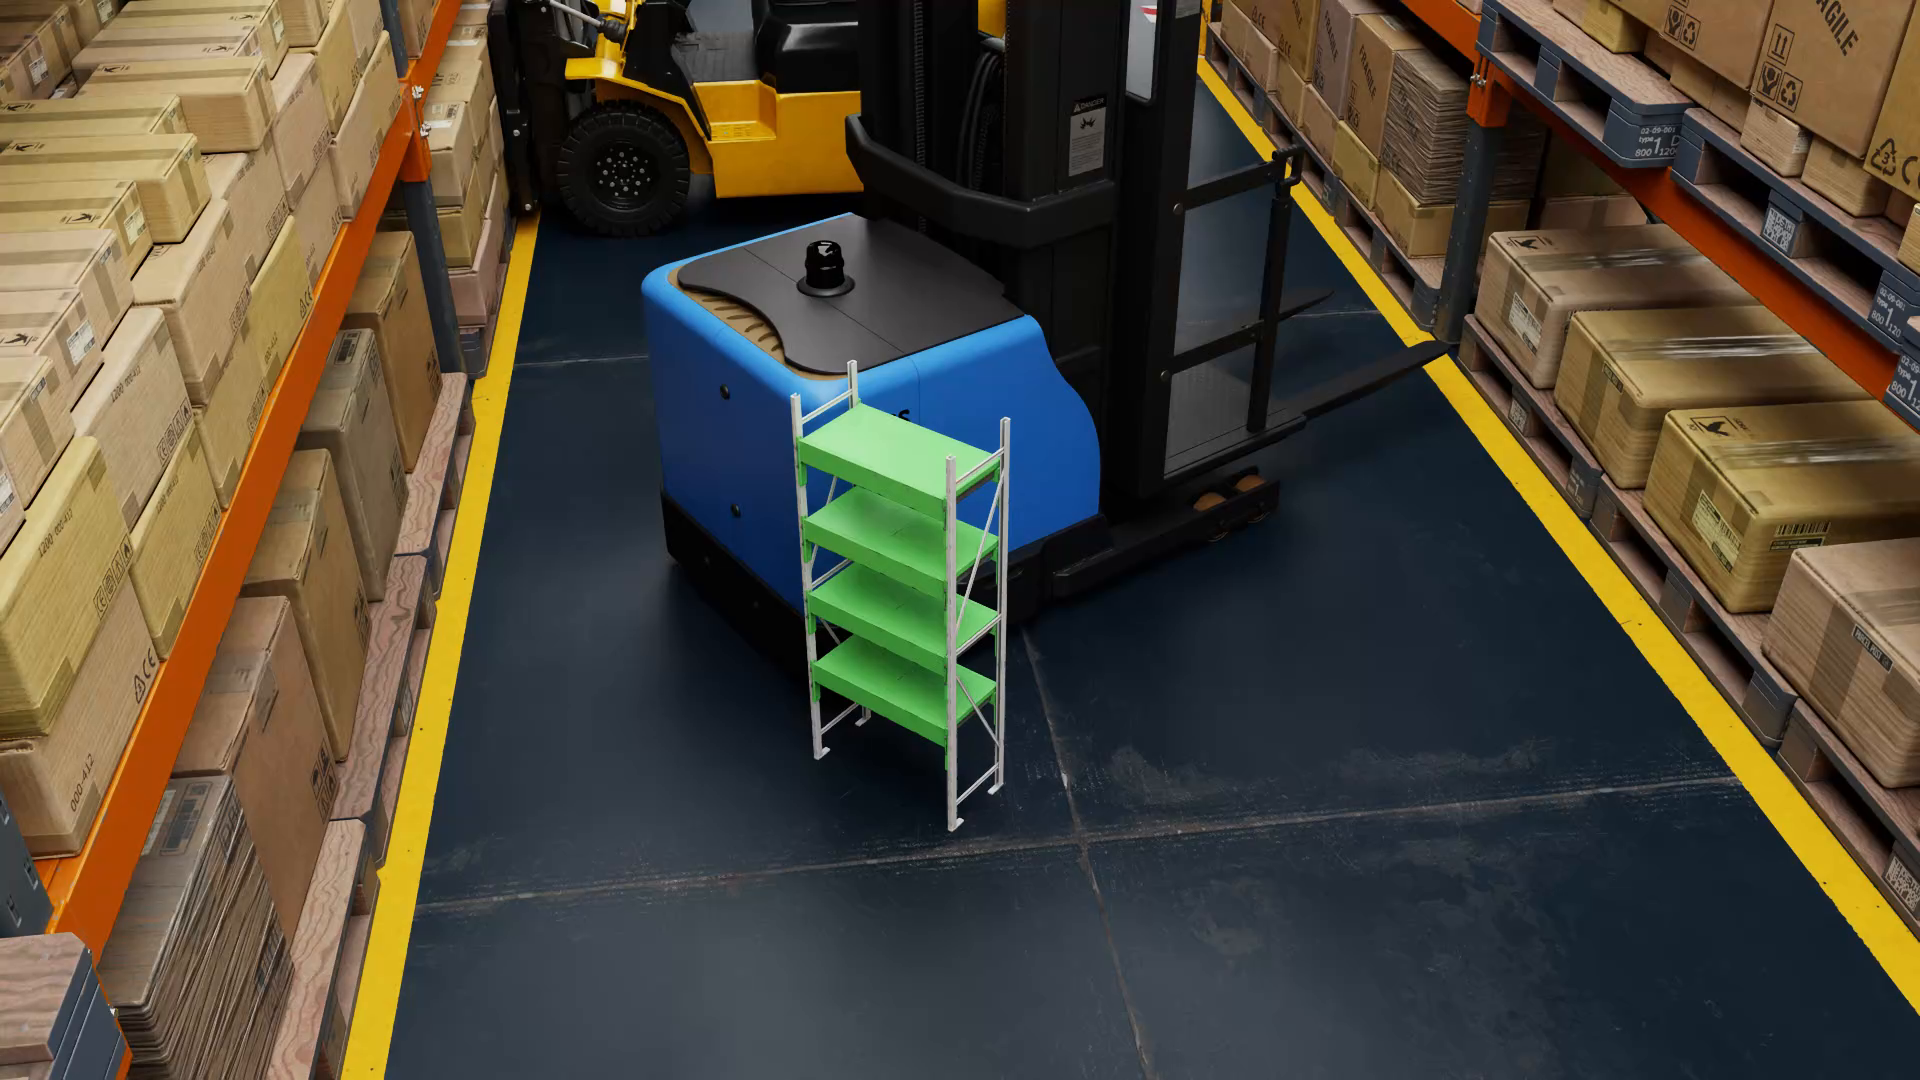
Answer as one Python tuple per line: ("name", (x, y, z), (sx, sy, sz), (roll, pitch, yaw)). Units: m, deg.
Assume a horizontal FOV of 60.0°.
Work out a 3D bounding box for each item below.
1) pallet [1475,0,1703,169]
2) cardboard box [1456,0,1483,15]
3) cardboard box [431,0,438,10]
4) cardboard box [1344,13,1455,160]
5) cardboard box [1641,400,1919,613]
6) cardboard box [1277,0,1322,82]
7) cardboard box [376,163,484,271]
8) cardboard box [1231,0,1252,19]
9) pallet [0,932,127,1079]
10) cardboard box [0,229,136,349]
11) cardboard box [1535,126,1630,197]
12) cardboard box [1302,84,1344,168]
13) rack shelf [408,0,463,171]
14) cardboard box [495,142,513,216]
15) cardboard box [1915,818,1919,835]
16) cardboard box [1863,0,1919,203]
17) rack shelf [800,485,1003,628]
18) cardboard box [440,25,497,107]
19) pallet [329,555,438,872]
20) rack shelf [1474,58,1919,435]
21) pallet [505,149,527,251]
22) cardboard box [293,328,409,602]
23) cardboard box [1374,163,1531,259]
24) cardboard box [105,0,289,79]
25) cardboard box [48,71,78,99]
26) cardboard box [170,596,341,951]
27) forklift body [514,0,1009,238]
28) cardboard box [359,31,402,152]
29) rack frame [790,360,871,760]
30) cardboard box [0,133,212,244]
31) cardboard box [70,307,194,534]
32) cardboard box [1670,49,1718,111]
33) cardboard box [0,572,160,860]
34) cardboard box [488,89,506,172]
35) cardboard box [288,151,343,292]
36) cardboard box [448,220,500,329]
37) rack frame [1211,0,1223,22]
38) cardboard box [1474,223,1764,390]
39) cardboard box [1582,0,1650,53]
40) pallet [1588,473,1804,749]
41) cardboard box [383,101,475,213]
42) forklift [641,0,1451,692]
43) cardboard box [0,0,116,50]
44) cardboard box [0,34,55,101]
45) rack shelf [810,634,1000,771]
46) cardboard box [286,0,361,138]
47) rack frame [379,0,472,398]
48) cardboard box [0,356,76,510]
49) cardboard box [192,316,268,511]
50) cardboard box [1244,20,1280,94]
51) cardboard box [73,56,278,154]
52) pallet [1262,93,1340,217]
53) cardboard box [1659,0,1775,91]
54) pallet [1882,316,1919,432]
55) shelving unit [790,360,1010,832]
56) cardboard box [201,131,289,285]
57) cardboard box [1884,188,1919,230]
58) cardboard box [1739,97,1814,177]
("pallet", (2.456, -1.599, 5.603), (1.003, 0.211, 1.213), (-4, 35, -6))
("cardboard box", (2.152, -2.168, 6.491), (0.380, 0.149, 0.250), (-5, 35, -7))
("cardboard box", (-2.308, -2.336, 6.425), (0.500, 0.500, 0.500), (-4, 34, -6))
("cardboard box", (2.081, -2.056, 7.507), (0.500, 0.500, 0.500), (-4, 34, -6))
("cardboard box", (2.765, -0.122, 5.226), (0.950, 0.372, 0.625), (-3, 34, -5))
("cardboard box", (1.931, -2.639, 8.361), (0.500, 0.500, 0.500), (-4, 34, -5))
("cardboard box", (-2.180, -1.275, 6.582), (0.500, 0.250, 0.500), (-5, 35, -7))
("cardboard box", (1.797, -3.211, 9.201), (0.500, 0.500, 0.500), (-5, 35, -8))
("pallet", (-1.722, 0.947, 1.868), (1.213, 0.211, 1.003), (-4, 35, -6))
("cardboard box", (-1.779, -0.450, 3.083), (0.380, 0.149, 0.250), (-4, 34, -6))
("cardboard box", (2.685, -1.813, 7.149), (0.500, 0.500, 0.500), (-3, 34, -4))
("cardboard box", (2.006, -2.043, 8.153), (0.500, 0.250, 0.500), (-4, 34, -6))
("rack shelf", (-2.690, -2.557, 7.477), (1.077, 0.370, 4.000), (-4, 35, -6))
("cardboard box", (-2.326, -1.638, 7.558), (0.500, 0.250, 0.500), (-4, 34, -6))
("cardboard box", (2.969, 0.713, 4.001), (0.950, 0.372, 0.625), (-7, 35, -10))
("cardboard box", (2.549, -1.023, 3.862), (0.500, 0.500, 0.500), (-7, 35, -10))
("rack shelf", (-0.150, 0.023, 4.338), (0.480, 0.148, 0.258), (23, 41, 30))
("cardboard box", (-2.312, -2.045, 7.268), (0.500, 0.250, 0.500), (-3, 34, -5))
("pallet", (-2.116, 0.505, 4.821), (1.003, 0.211, 1.213), (-4, 35, -6))
("rack shelf", (2.766, -0.702, 4.756), (1.077, 0.370, 4.000), (-4, 35, -6))
("pallet", (-2.654, -1.715, 8.079), (1.003, 0.211, 1.213), (-4, 35, -6))
("cardboard box", (-2.243, -0.206, 5.125), (0.875, 0.625, 0.625), (-5, 35, -7))
("cardboard box", (2.151, -1.463, 7.301), (0.500, 0.250, 0.500), (-3, 34, -4))
("cardboard box", (-1.982, -1.302, 4.333), (0.380, 0.149, 0.250), (-5, 35, -8))
("cardboard box", (-2.491, -1.011, 4.260), (0.500, 0.250, 0.500), (-5, 35, -8))
("cardboard box", (-2.049, 0.589, 3.958), (0.875, 0.625, 0.625), (-3, 34, -5))
("forklift body", (-0.896, -2.699, 7.801), (2.313, 2.155, 1.214), (-4, 35, -6))
("cardboard box", (-2.094, -1.414, 5.295), (0.500, 0.250, 0.500), (-4, 34, -5))
("rack frame", (-0.345, 0.086, 4.558), (0.015, 1.200, 0.240), (23, 41, 30))
("cardboard box", (-1.818, -0.735, 3.500), (0.380, 0.149, 0.250), (-4, 34, -5))
("cardboard box", (-1.767, -0.196, 3.063), (0.500, 0.250, 0.500), (-3, 34, -5))
("cardboard box", (2.390, -1.414, 5.012), (0.380, 0.149, 0.250), (-4, 34, -6))
("cardboard box", (-1.701, 0.290, 2.794), (0.500, 0.250, 0.500), (-4, 35, -6))
("cardboard box", (-2.306, -1.837, 7.407), (0.500, 0.250, 0.500), (-5, 35, -7))
("cardboard box", (-1.984, -0.855, 4.474), (0.500, 0.250, 0.500), (-4, 34, -6))
("cardboard box", (-2.158, -1.070, 6.725), (0.500, 0.250, 0.500), (-4, 34, -6))
("rack frame", (1.959, -4.348, 9.466), (1.000, 3.000, 0.127), (-4, 35, -6))
("cardboard box", (2.570, -0.911, 6.384), (0.950, 0.372, 0.625), (-4, 34, -6))
("cardboard box", (2.283, -1.713, 5.450), (0.380, 0.149, 0.250), (-4, 34, -5))
("pallet", (2.771, 0.153, 5.338), (1.003, 0.211, 1.213), (-4, 35, -6))
("cardboard box", (-2.175, -1.482, 6.442), (0.500, 0.250, 0.500), (-5, 35, -7))
("forklift", (0.499, -1.421, 5.233), (3.031, 2.935, 1.130), (-23, 40, -30))
("cardboard box", (-2.514, -1.401, 4.477), (0.380, 0.149, 0.250), (-5, 35, -7))
("cardboard box", (-2.467, -1.119, 4.064), (0.380, 0.149, 0.250), (-5, 35, -7))
("rack shelf", (-0.150, 0.420, 4.608), (0.480, 0.148, 0.258), (23, 41, 30))
("cardboard box", (-2.025, -1.341, 4.744), (0.500, 0.250, 0.500), (-5, 35, -8))
("rack frame", (-2.421, -1.738, 5.636), (1.000, 3.000, 0.127), (-4, 35, -6))
("cardboard box", (-1.671, -0.164, 2.662), (0.380, 0.149, 0.250), (-4, 34, -5))
("cardboard box", (-1.840, -0.278, 3.627), (0.500, 0.250, 0.500), (-5, 35, -8))
("cardboard box", (1.855, -2.629, 9.012), (0.500, 0.250, 0.500), (-3, 34, -5))
("cardboard box", (-1.841, -1.020, 3.919), (0.380, 0.149, 0.250), (-5, 35, -8))
("pallet", (2.204, -2.018, 8.524), (1.003, 0.211, 1.213), (-4, 35, -6))
("cardboard box", (2.397, -1.614, 4.729), (0.500, 0.500, 0.500), (-5, 35, -7))
("pallet", (2.834, -0.194, 3.541), (1.213, 0.211, 1.003), (-4, 35, -6))
("shelving unit", (-0.150, 0.169, 4.437), (0.503, 1.200, 0.258), (23, 41, 30))
("cardboard box", (-1.913, -0.772, 3.909), (0.500, 0.250, 0.500), (-4, 34, -6))
("cardboard box", (2.586, -0.843, 4.174), (0.380, 0.149, 0.250), (-4, 34, -6))
("cardboard box", (2.406, -1.124, 4.586), (0.380, 0.149, 0.250), (-3, 34, -5))
